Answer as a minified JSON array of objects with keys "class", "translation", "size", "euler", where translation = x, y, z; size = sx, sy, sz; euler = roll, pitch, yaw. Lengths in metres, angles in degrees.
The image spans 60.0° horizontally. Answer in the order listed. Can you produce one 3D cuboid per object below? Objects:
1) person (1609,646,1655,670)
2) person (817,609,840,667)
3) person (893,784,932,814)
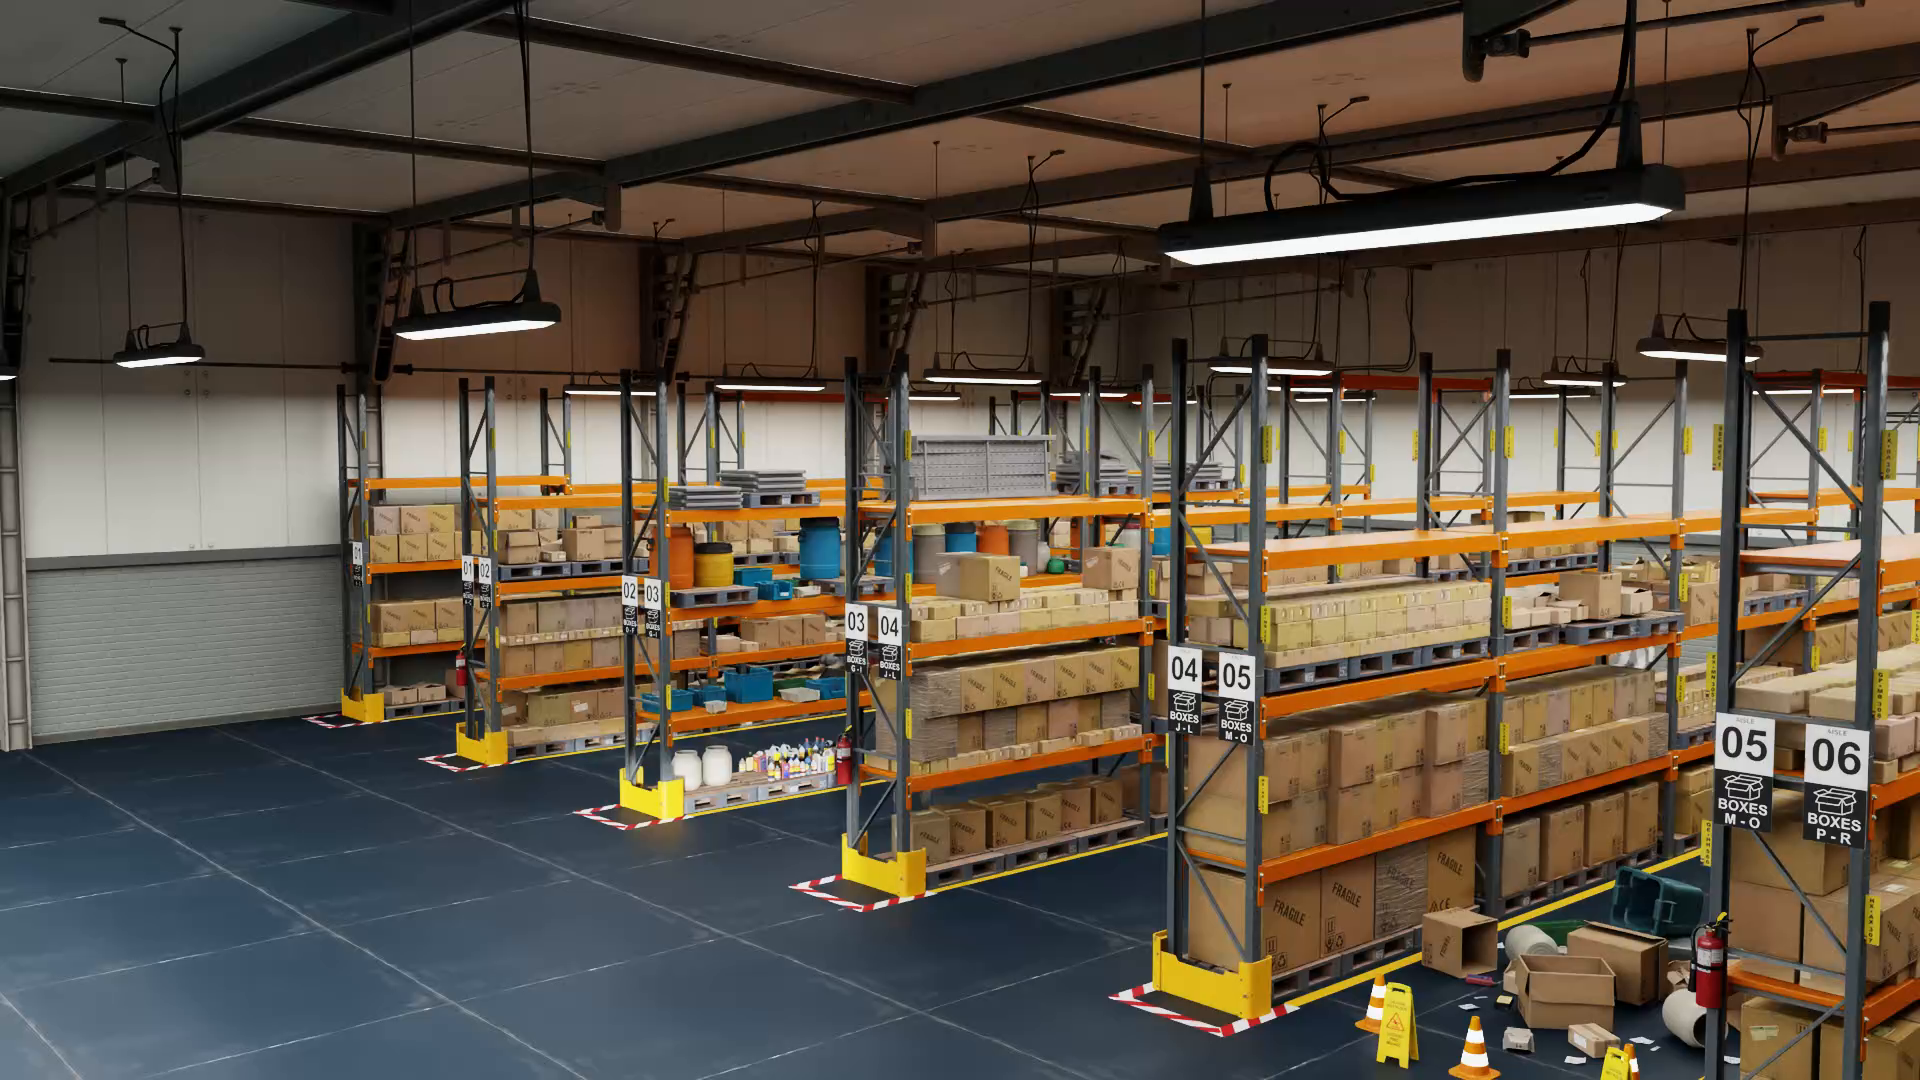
[{"class":"person","translation":[12.675,2.241,31.368],"size":[0.802,1.720,0.829],"euler":[2,4,22]},{"class":"person","translation":[-2.769,2.161,34.606],"size":[0.580,1.500,0.819],"euler":[2,4,25]},{"class":"person","translation":[-0.682,2.928,21.668],"size":[0.697,1.709,0.767],"euler":[0,4,6]}]
